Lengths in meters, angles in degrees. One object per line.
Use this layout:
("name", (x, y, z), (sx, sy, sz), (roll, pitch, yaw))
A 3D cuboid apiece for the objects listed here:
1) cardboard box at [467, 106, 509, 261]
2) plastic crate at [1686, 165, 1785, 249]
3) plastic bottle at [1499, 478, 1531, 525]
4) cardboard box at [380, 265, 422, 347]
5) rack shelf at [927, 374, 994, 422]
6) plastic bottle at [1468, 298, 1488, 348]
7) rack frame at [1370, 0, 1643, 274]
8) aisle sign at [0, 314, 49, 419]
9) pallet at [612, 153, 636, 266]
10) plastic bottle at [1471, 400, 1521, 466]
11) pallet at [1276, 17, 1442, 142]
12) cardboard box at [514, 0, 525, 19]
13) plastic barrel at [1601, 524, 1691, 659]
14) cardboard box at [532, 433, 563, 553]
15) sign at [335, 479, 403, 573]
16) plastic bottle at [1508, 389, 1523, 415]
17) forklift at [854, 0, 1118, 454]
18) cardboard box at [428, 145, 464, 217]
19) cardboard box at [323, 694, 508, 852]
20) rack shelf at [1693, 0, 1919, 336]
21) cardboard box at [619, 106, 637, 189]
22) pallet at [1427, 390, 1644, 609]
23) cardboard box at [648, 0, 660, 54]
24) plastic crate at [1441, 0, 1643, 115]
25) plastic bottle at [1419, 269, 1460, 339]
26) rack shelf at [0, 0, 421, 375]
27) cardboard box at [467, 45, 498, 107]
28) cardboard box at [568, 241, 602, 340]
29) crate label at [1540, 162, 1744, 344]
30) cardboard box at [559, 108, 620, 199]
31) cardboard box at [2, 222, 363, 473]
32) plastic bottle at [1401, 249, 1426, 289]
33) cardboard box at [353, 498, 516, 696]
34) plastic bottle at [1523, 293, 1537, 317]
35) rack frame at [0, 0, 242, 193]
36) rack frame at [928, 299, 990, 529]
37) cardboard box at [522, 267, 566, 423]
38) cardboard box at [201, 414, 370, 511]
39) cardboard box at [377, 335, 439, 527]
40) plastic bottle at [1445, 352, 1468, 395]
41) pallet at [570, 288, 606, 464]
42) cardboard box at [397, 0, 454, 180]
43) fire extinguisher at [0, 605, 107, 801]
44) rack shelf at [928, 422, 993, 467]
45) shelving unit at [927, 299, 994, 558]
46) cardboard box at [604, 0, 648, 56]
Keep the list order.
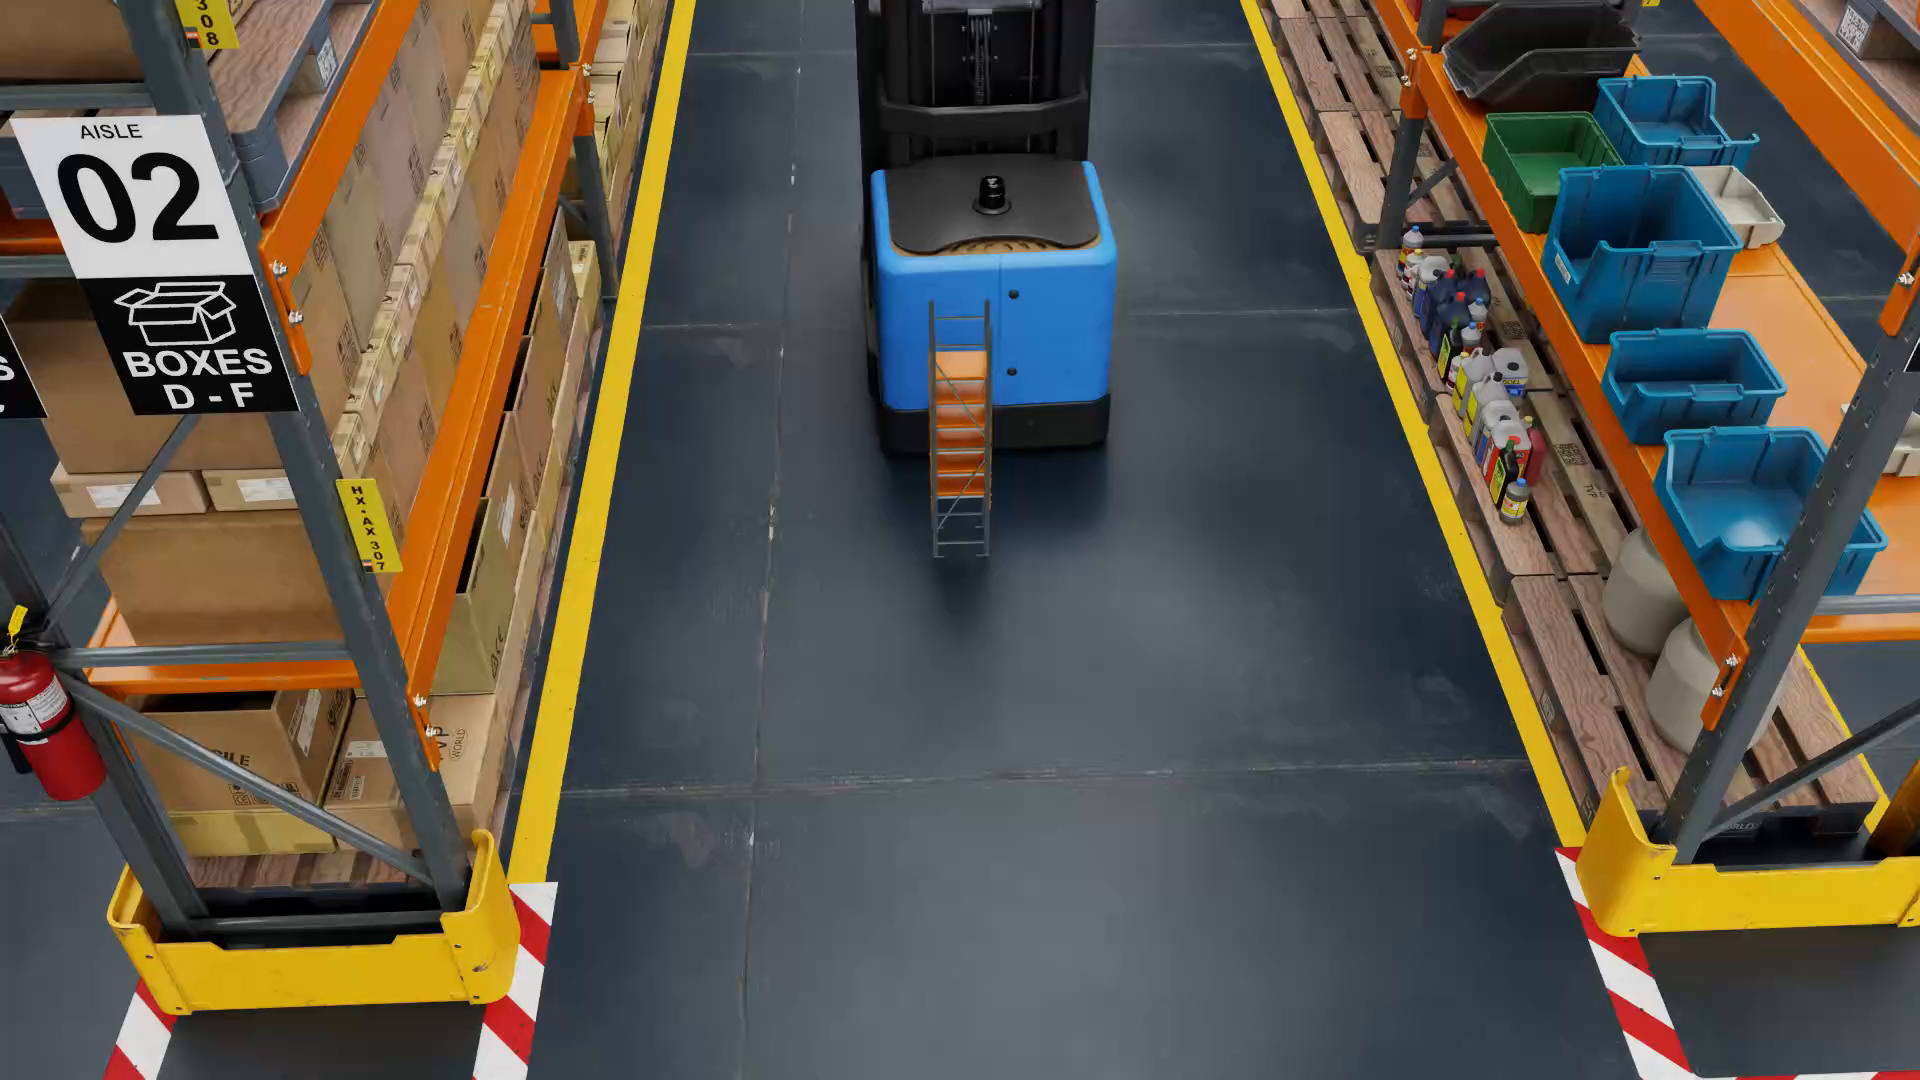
("cardboard box", (-2.203, -1.418, 6.503), (0.700, 0.500, 0.500), (-1, 43, -1))
("plastic crate", (2.996, -1.328, 6.674), (0.530, 0.136, 0.437), (-2, 43, -2))
("plastic bottle", (2.328, -0.172, 6.963), (0.097, 0.201, 0.097), (0, 43, 0))
("cardboard box", (-1.938, -0.739, 5.282), (0.380, 0.149, 0.250), (-2, 43, -2))
("rack shelf", (0.001, -0.577, 6.702), (0.258, 0.103, 0.180), (-2, 43, -2))
("plastic bottle", (2.421, -1.020, 7.836), (0.097, 0.271, 0.097), (0, 43, 0))
("rack frame", (2.674, -2.515, 7.773), (1.000, 3.000, 0.127), (-2, 43, -2))
("aisle sign", (-2.395, -0.580, 3.739), (0.394, 0.787, 0.004), (-2, 43, -2))
("pallet", (-2.345, -1.843, 9.105), (1.003, 0.211, 1.213), (-2, 43, -2))
("plastic bottle", (2.339, -0.464, 7.227), (0.152, 0.276, 0.135), (-3, 43, -3))
("pallet", (2.547, -2.841, 10.193), (1.003, 0.211, 1.213), (-2, 43, -2))
("cardboard box", (-2.041, -2.306, 6.992), (0.380, 0.149, 0.250), (-2, 43, -3))
("plastic barrel", (2.719, 0.168, 6.378), (0.421, 0.512, 0.421), (0, 43, 0))
("cardboard box", (-1.967, -0.197, 6.969), (0.500, 0.250, 0.500), (-2, 43, -2))
("sign", (-1.550, -0.035, 4.369), (0.100, 0.325, 0.005), (-2, 43, -2))
("plastic bottle", (2.447, -0.581, 7.410), (0.097, 0.201, 0.097), (0, 43, 0))
("forklift", (0.047, -2.464, 7.769), (1.130, 2.935, 3.031), (-3, 43, -3))
("cardboard box", (-1.971, -1.259, 5.850), (0.380, 0.149, 0.250), (-1, 43, -1))
("cardboard box", (-1.905, 0.816, 5.864), (0.500, 0.250, 0.500), (-2, 43, -2))
("rack shelf", (2.759, -2.005, 5.530), (1.077, 0.370, 4.000), (-2, 43, -2))
("cardboard box", (-2.065, -2.141, 9.090), (0.500, 0.250, 0.500), (-1, 43, -1))
("pallet", (2.716, -0.206, 7.319), (1.003, 0.211, 1.213), (-2, 43, -2))
("cardboard box", (-2.135, -3.181, 10.224), (0.500, 0.250, 0.500), (-1, 43, -1))
("plastic crate", (2.570, -2.135, 7.405), (0.767, 0.338, 0.504), (-2, 43, -2))
("plastic bottle", (2.294, -1.143, 7.912), (0.144, 0.351, 0.185), (-1, 43, -1))
("rack shelf", (-2.190, -1.865, 5.378), (1.077, 0.370, 4.000), (-2, 43, -2))
("cardboard box", (-2.008, -1.786, 6.425), (0.380, 0.149, 0.250), (-2, 43, -2))
("cardboard box", (-2.037, -1.209, 8.074), (0.500, 0.250, 0.500), (-2, 43, -2))
("crate label", (2.496, -1.062, 6.162), (0.502, 0.435, 0.616), (-2, 43, -2))
("cardboard box", (-2.043, -2.009, 8.531), (0.500, 0.311, 0.500), (-2, 43, -2))
("cardboard box", (-2.114, -0.541, 4.586), (0.700, 0.500, 0.500), (-1, 43, -2))
("plastic bottle", (2.254, -1.349, 8.247), (0.097, 0.201, 0.097), (0, 43, 0))
("cardboard box", (-1.928, 0.202, 5.979), (0.500, 0.500, 0.500), (-2, 43, -2))
("plastic bottle", (2.846, -1.270, 8.050), (0.144, 0.351, 0.185), (-2, 43, -2))
("rack frame", (-2.105, -1.886, 2.648), (1.000, 3.000, 0.127), (-2, 43, -2))
("rack frame", (-0.003, -0.494, 6.901), (0.240, 1.200, 0.006), (-2, 43, -2))
("cardboard box", (-2.002, -0.810, 7.083), (0.500, 0.500, 0.500), (-2, 43, -2))
("cardboard box", (-1.906, -0.222, 4.718), (0.380, 0.149, 0.250), (-2, 43, -2))
("cardboard box", (-2.139, -0.381, 5.372), (0.700, 0.500, 0.500), (-1, 43, -1))
("plastic bottle", (2.291, -0.769, 7.615), (0.097, 0.201, 0.097), (0, 43, 0))
("pallet", (-2.283, -0.809, 7.976), (1.003, 0.211, 1.213), (-2, 43, -2))
("cardboard box", (-2.185, -1.574, 5.713), (0.700, 0.500, 0.500), (-2, 43, -2))
("fire extinguisher", (-2.564, 0.447, 4.600), (0.296, 0.674, 0.183), (-2, 43, -2))
("rack shelf", (0.001, -0.400, 6.864), (0.258, 0.103, 0.180), (-2, 43, -2))
("shelving unit", (0.001, -0.433, 6.834), (0.258, 1.200, 0.189), (-2, 43, -2))
("cardboard box", (-2.110, -3.047, 9.663), (0.500, 0.311, 0.500), (-1, 43, -1))
